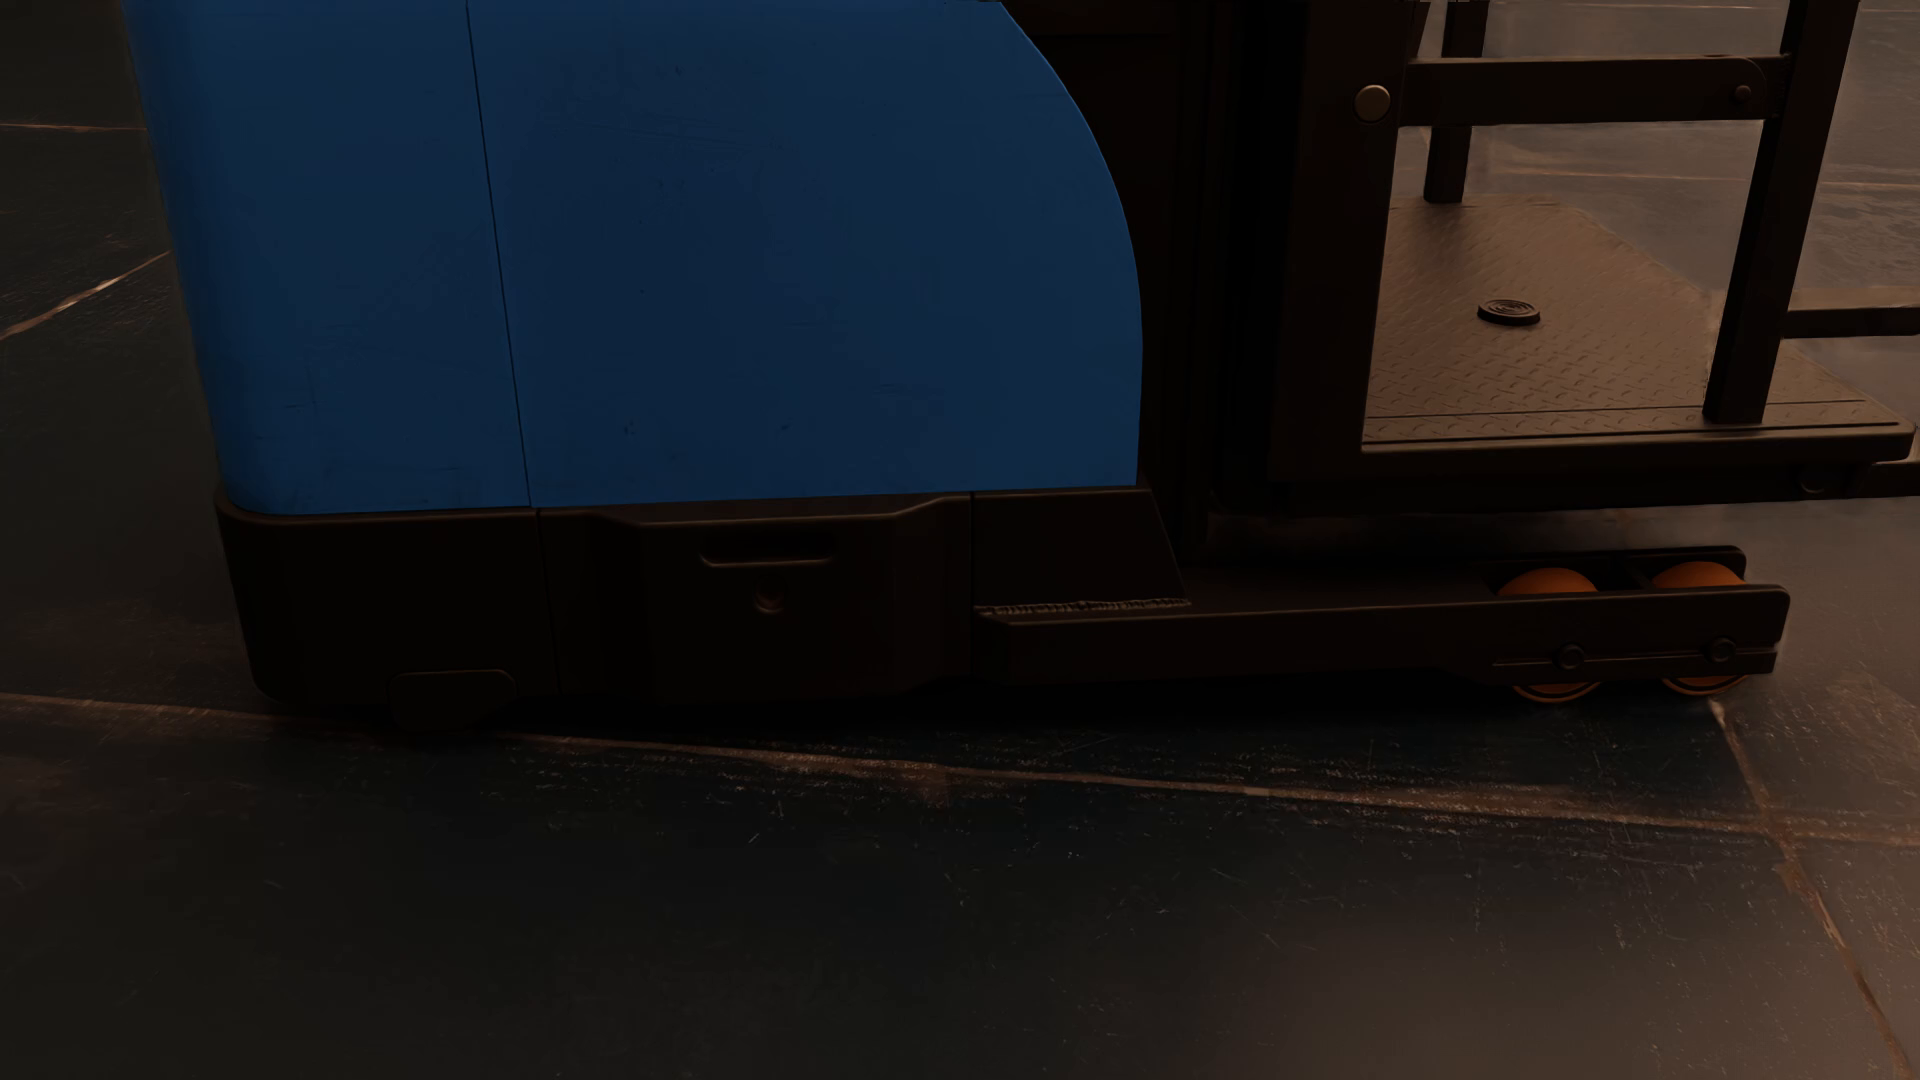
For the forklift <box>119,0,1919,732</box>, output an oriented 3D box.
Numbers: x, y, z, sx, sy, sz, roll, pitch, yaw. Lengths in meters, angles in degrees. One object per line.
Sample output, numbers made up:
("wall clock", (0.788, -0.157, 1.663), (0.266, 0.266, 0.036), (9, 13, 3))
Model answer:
("forklift", (0.610, -1.341, 1.905), (3.031, 2.935, 1.130), (-2, 27, -5))
